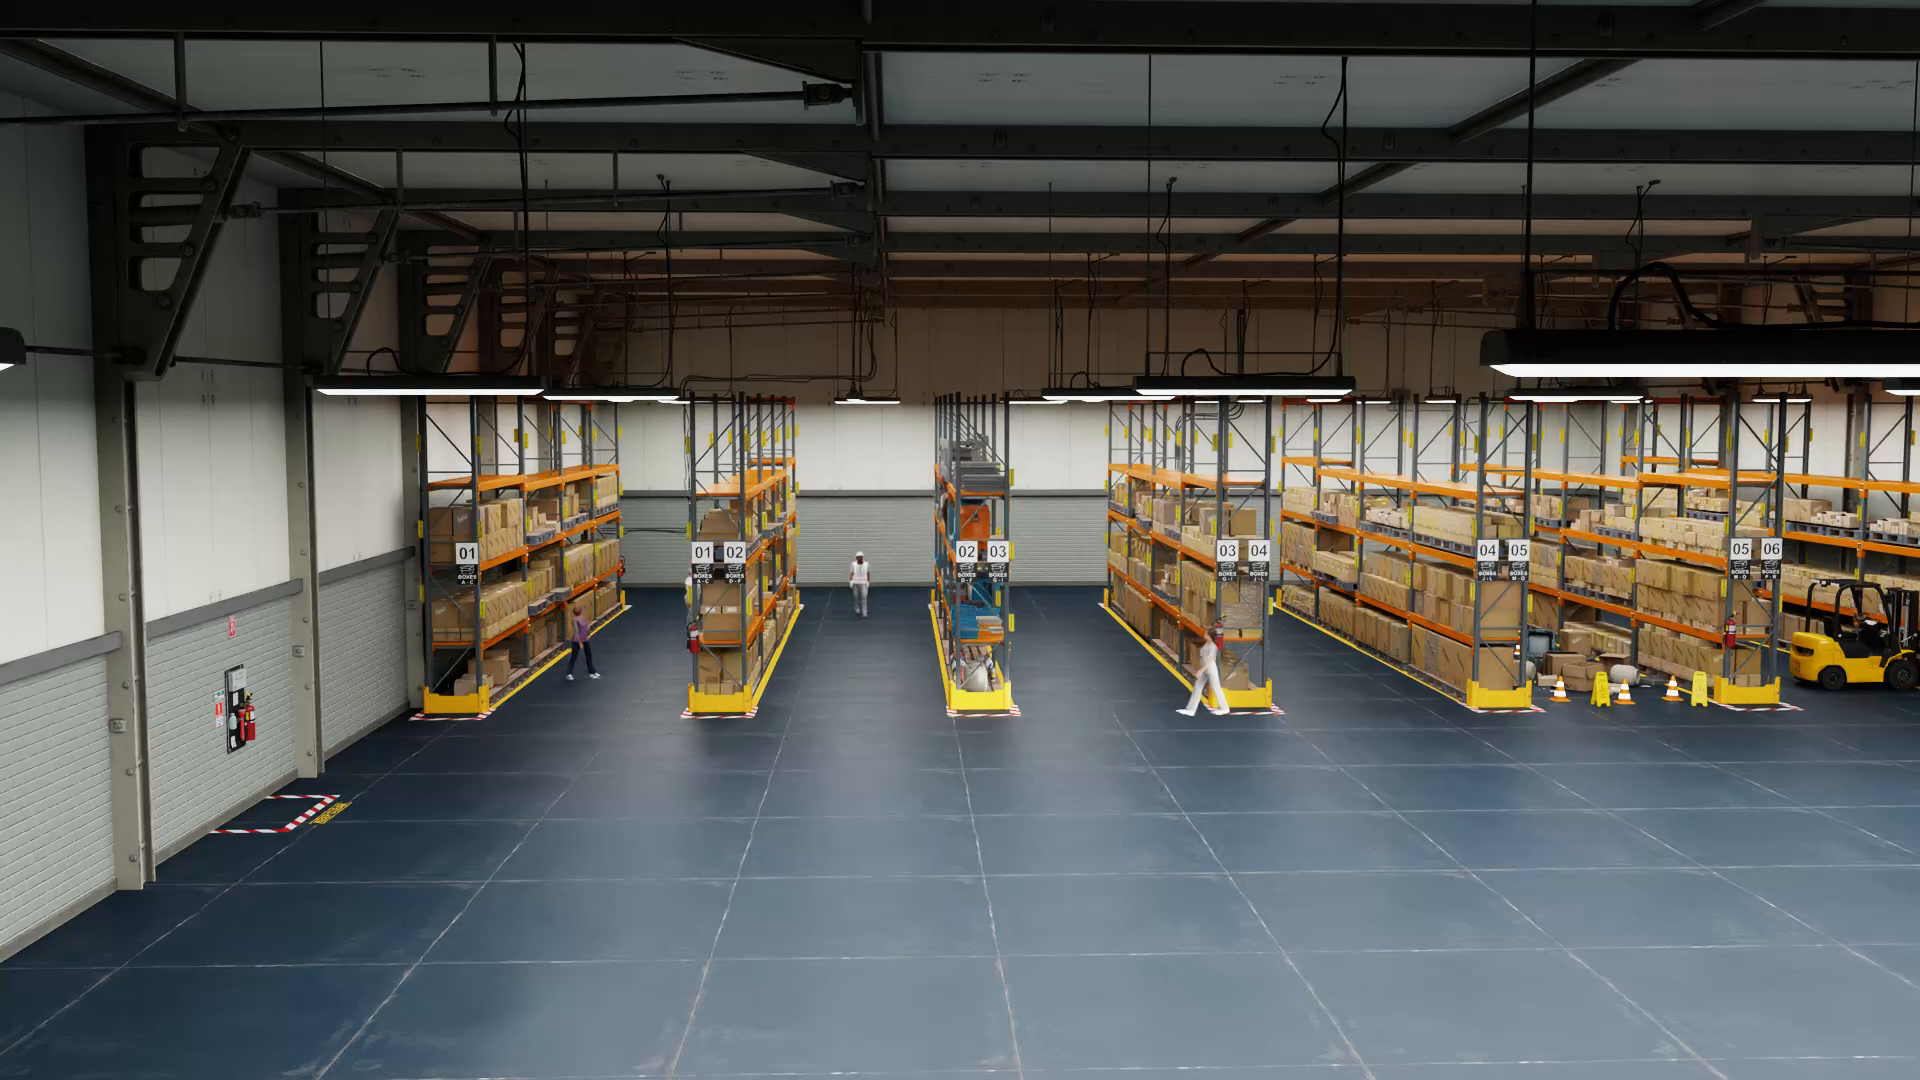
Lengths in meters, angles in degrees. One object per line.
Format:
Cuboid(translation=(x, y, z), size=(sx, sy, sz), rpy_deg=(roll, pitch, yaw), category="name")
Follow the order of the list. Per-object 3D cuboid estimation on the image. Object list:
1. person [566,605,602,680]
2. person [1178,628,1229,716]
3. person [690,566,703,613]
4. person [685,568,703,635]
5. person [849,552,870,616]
Cuboid(translation=(-7.929, 2.147, 34.888), size=(0.585, 1.569, 0.598), rpy_deg=(3, 5, 30), category="person")
Cuboid(translation=(4.520, 2.434, 30.674), size=(0.970, 1.611, 0.456), rpy_deg=(-2, 5, -24), category="person")
Cuboid(translation=(-7.229, 1.210, 46.122), size=(0.555, 1.665, 0.488), rpy_deg=(1, 5, 17), category="person")
Cuboid(translation=(-6.686, 1.541, 41.913), size=(0.508, 1.684, 0.514), rpy_deg=(1, 5, 7), category="person")
Cuboid(translation=(-2.739, 1.191, 45.514), size=(0.569, 1.740, 0.972), rpy_deg=(0, 5, -5), category="person")
